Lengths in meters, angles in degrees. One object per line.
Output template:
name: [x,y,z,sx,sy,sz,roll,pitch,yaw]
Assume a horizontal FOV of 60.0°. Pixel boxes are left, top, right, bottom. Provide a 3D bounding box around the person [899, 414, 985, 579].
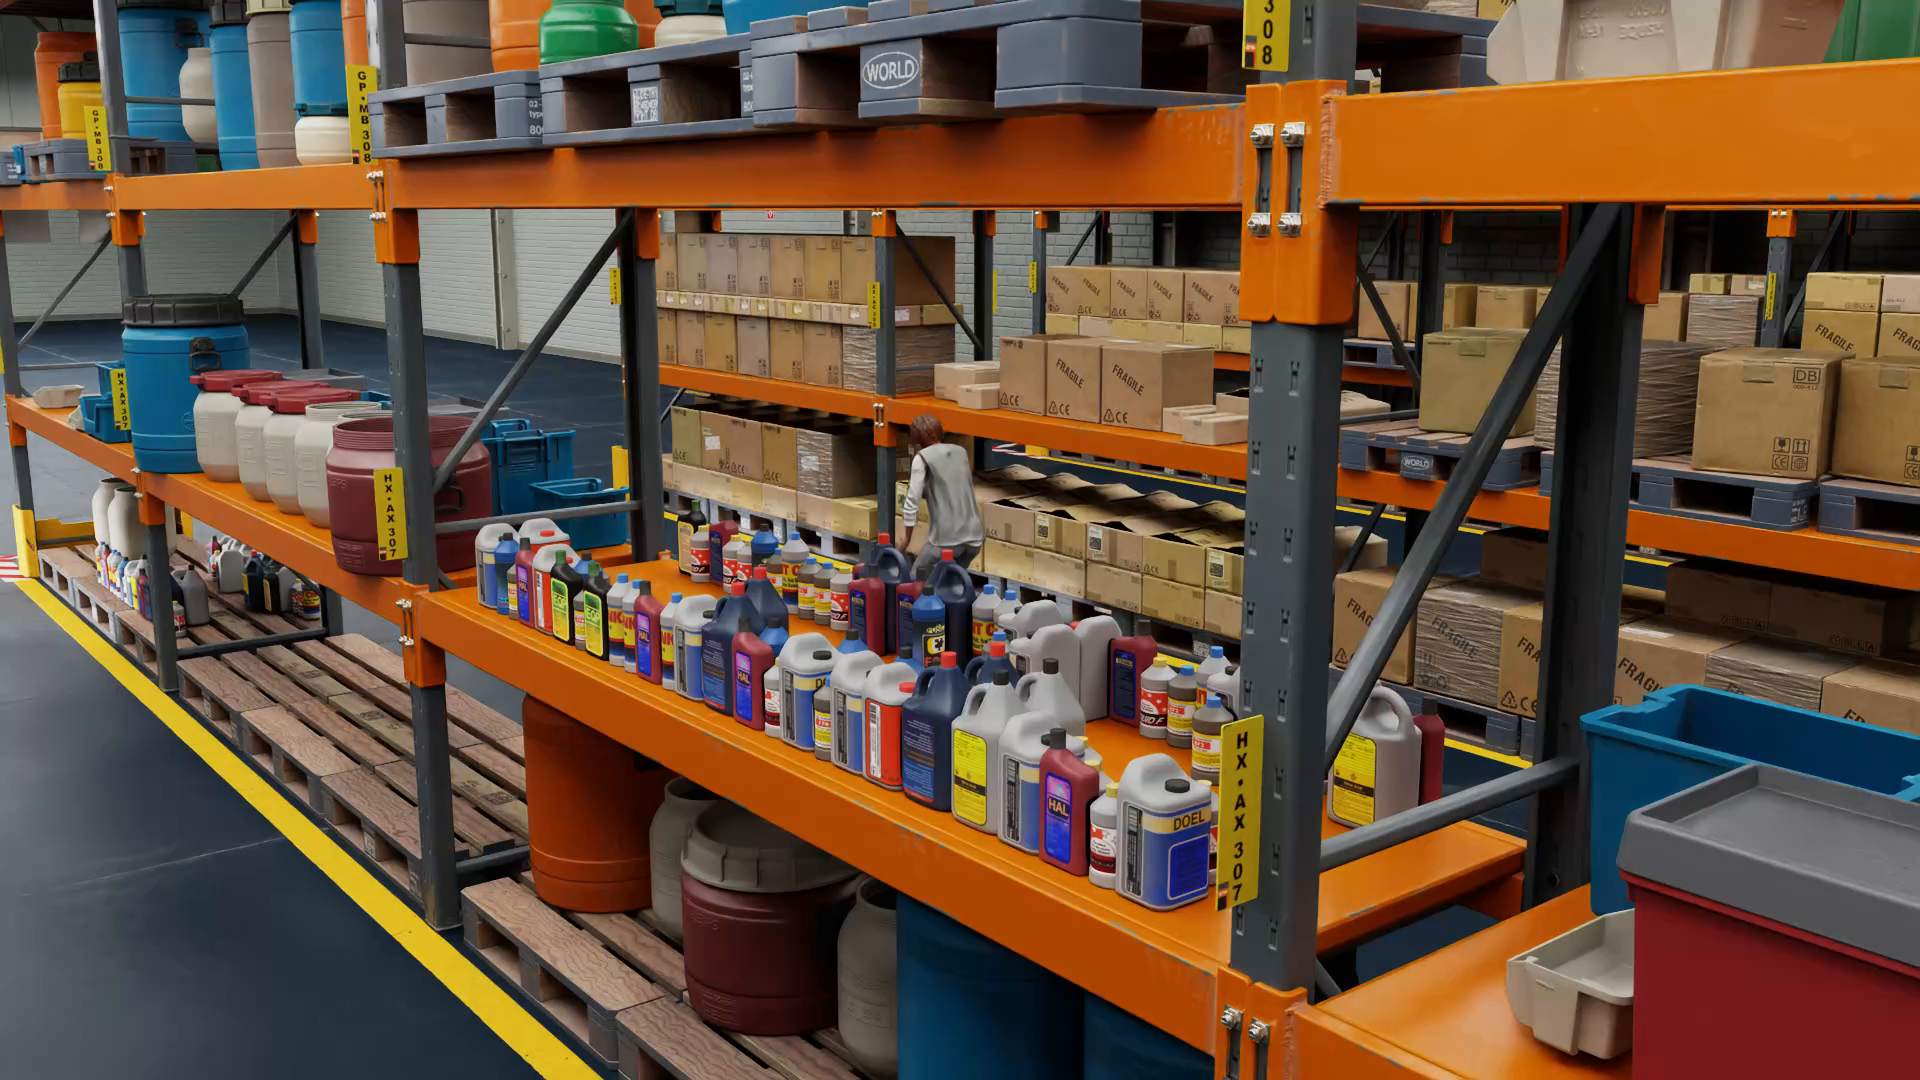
person: [-0.113,-0.004,9.857,0.451,1.464,0.518,-8,14,-36]
